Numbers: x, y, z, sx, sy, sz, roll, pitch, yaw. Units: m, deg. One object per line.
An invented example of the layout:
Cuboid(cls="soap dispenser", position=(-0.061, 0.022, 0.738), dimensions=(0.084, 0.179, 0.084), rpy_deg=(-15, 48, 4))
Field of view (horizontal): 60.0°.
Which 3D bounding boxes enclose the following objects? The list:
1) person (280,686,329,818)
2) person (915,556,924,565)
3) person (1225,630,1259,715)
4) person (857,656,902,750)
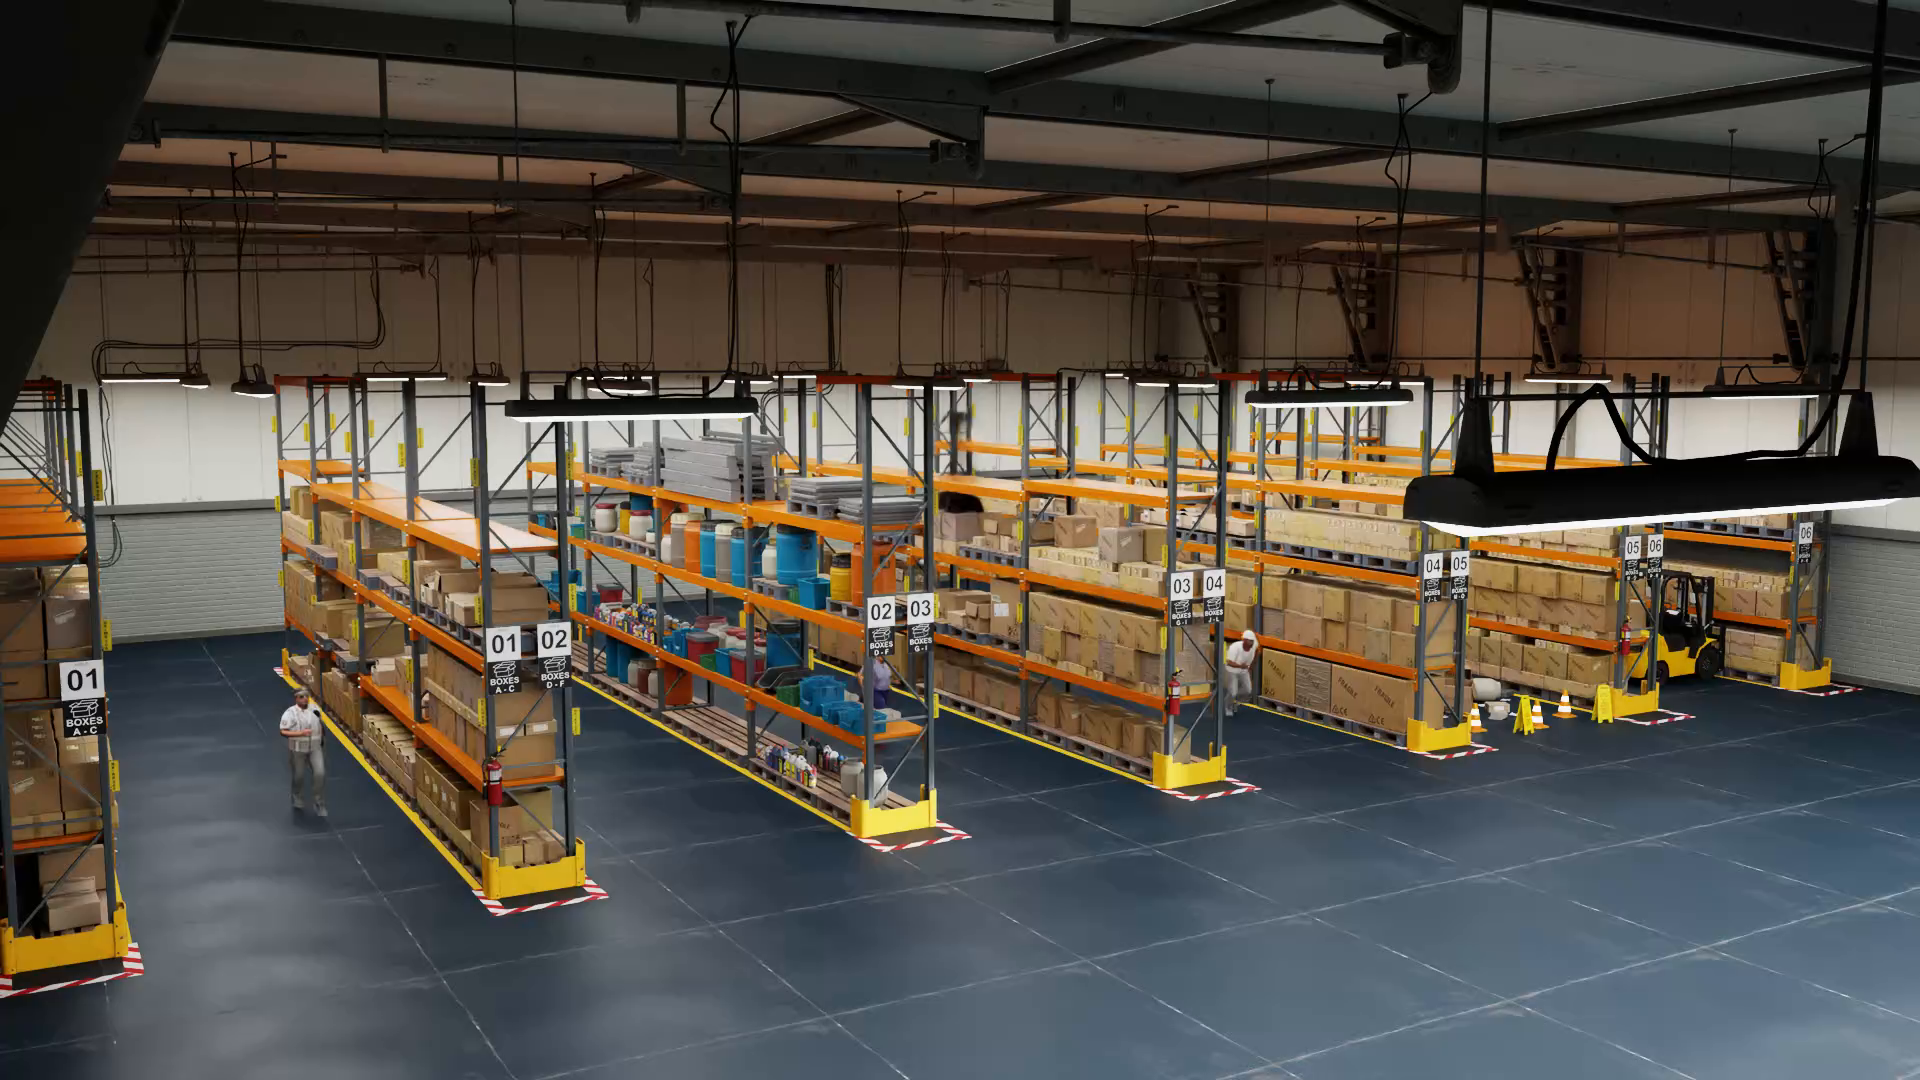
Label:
Cuboid(cls="person", position=(-9.123, 2.923, 23.122), dimensions=(0.645, 1.843, 0.802), rpy_deg=(-5, 8, -38))
Cuboid(cls="person", position=(-1.023, 1.042, 41.482), dimensions=(0.574, 1.578, 0.725), rpy_deg=(6, 8, 42))
Cuboid(cls="person", position=(4.980, 2.338, 29.268), dimensions=(0.738, 1.592, 0.861), rpy_deg=(-3, 7, -24))
Cuboid(cls="person", position=(-1.319, 2.590, 27.016), dimensions=(0.783, 1.705, 0.608), rpy_deg=(4, 7, 33))
